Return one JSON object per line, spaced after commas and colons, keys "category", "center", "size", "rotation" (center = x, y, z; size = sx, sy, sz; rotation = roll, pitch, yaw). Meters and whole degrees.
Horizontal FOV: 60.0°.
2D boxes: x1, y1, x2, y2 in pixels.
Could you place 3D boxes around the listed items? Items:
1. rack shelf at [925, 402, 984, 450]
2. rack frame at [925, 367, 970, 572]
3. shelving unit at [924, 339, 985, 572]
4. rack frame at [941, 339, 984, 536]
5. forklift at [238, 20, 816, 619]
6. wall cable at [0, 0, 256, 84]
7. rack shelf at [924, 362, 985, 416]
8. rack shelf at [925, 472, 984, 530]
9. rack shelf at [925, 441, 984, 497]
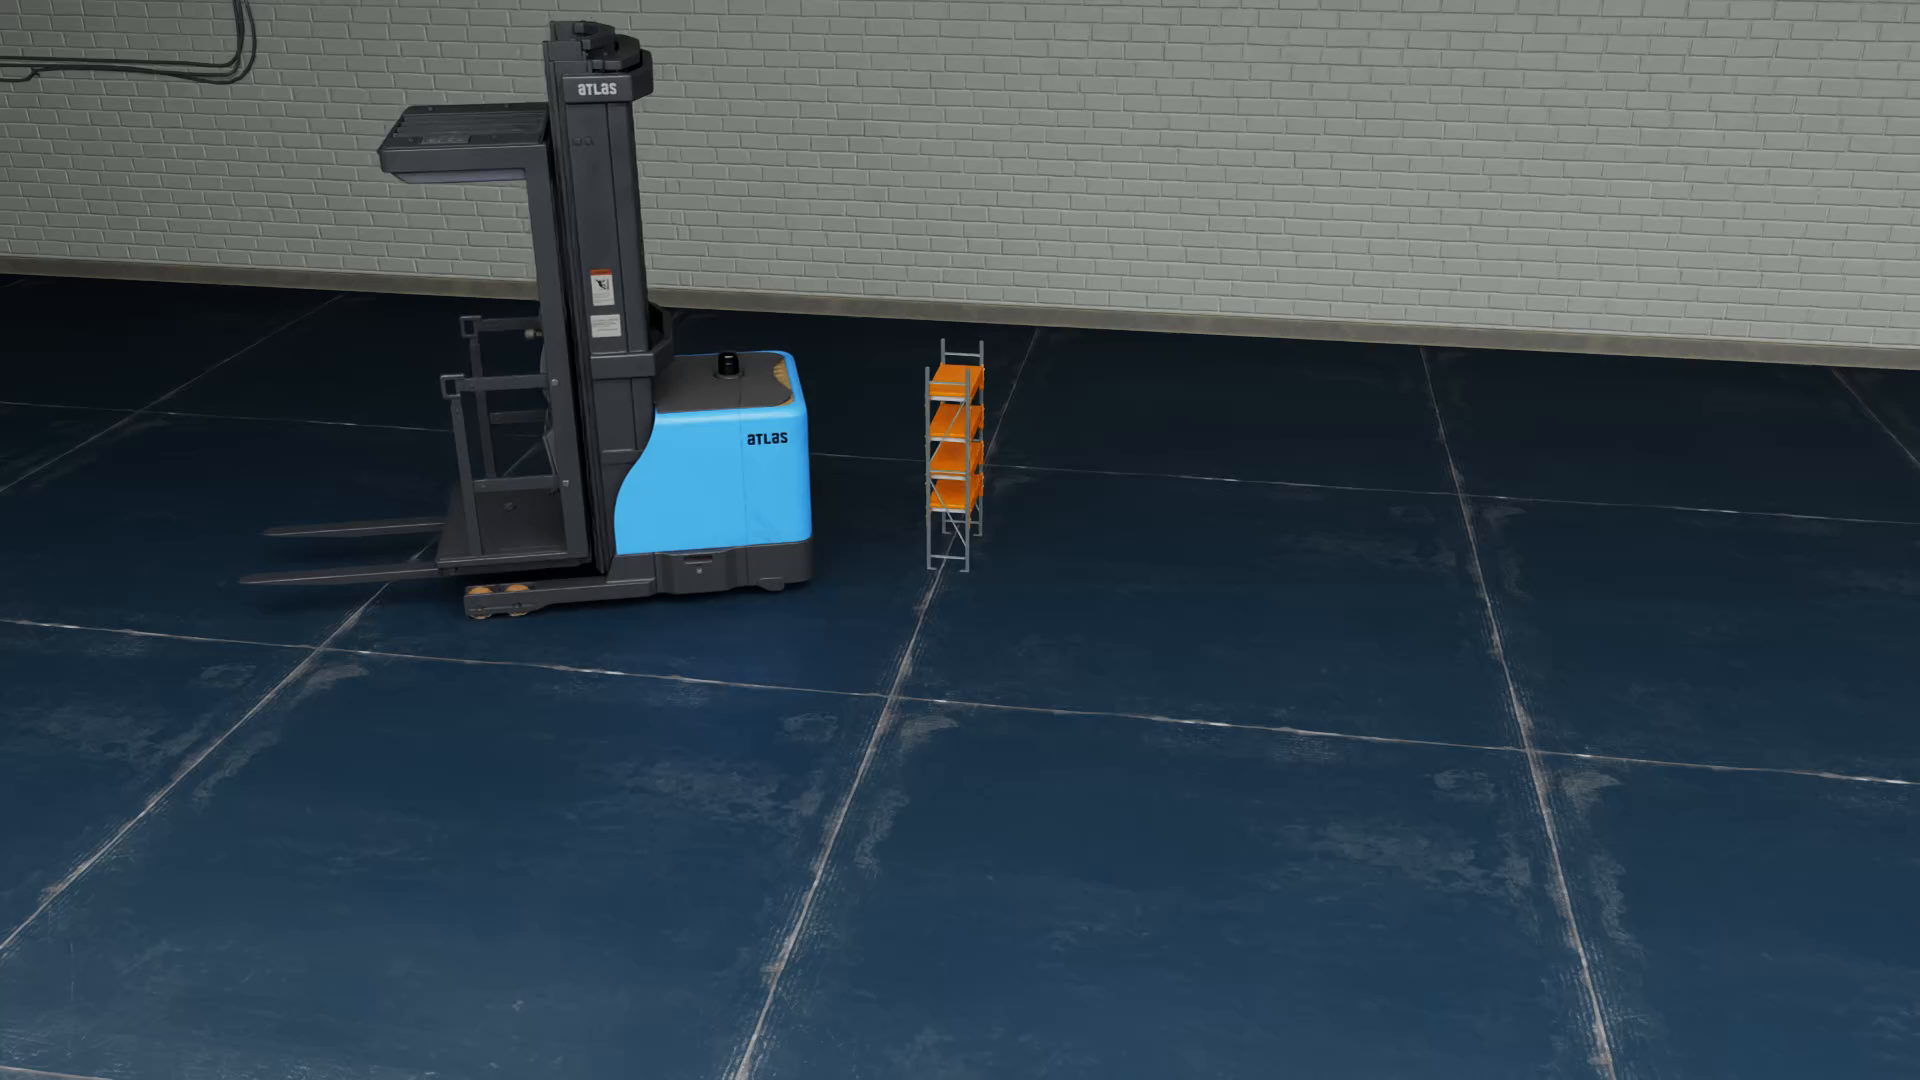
{"category": "rack shelf", "center": [-0.027, -0.616, 9.281], "size": [0.258, 0.148, 0.480], "rotation": [4, 25, 9]}
{"category": "rack frame", "center": [-0.067, -0.372, 9.130], "size": [0.240, 1.200, 0.015], "rotation": [4, 25, 9]}
{"category": "shelving unit", "center": [-0.027, -0.474, 9.348], "size": [0.258, 1.200, 0.503], "rotation": [4, 25, 9]}
{"category": "rack frame", "center": [0.013, -0.576, 9.566], "size": [0.240, 1.200, 0.015], "rotation": [4, 25, 9]}
{"category": "forklift", "center": [-2.360, -1.149, 8.747], "size": [3.031, 2.935, 1.130], "rotation": [-4, 25, -9]}
{"category": "wall cable", "center": [-7.254, -4.945, 13.362], "size": [3.097, 2.526, 0.112], "rotation": [4, 25, 9]}
{"category": "rack shelf", "center": [-0.027, -0.830, 9.181], "size": [0.258, 0.148, 0.480], "rotation": [4, 25, 9]}
{"category": "rack shelf", "center": [-0.027, -0.233, 9.460], "size": [0.258, 0.148, 0.480], "rotation": [4, 25, 9]}
{"category": "rack shelf", "center": [-0.027, -0.413, 9.376], "size": [0.258, 0.148, 0.480], "rotation": [4, 25, 9]}
